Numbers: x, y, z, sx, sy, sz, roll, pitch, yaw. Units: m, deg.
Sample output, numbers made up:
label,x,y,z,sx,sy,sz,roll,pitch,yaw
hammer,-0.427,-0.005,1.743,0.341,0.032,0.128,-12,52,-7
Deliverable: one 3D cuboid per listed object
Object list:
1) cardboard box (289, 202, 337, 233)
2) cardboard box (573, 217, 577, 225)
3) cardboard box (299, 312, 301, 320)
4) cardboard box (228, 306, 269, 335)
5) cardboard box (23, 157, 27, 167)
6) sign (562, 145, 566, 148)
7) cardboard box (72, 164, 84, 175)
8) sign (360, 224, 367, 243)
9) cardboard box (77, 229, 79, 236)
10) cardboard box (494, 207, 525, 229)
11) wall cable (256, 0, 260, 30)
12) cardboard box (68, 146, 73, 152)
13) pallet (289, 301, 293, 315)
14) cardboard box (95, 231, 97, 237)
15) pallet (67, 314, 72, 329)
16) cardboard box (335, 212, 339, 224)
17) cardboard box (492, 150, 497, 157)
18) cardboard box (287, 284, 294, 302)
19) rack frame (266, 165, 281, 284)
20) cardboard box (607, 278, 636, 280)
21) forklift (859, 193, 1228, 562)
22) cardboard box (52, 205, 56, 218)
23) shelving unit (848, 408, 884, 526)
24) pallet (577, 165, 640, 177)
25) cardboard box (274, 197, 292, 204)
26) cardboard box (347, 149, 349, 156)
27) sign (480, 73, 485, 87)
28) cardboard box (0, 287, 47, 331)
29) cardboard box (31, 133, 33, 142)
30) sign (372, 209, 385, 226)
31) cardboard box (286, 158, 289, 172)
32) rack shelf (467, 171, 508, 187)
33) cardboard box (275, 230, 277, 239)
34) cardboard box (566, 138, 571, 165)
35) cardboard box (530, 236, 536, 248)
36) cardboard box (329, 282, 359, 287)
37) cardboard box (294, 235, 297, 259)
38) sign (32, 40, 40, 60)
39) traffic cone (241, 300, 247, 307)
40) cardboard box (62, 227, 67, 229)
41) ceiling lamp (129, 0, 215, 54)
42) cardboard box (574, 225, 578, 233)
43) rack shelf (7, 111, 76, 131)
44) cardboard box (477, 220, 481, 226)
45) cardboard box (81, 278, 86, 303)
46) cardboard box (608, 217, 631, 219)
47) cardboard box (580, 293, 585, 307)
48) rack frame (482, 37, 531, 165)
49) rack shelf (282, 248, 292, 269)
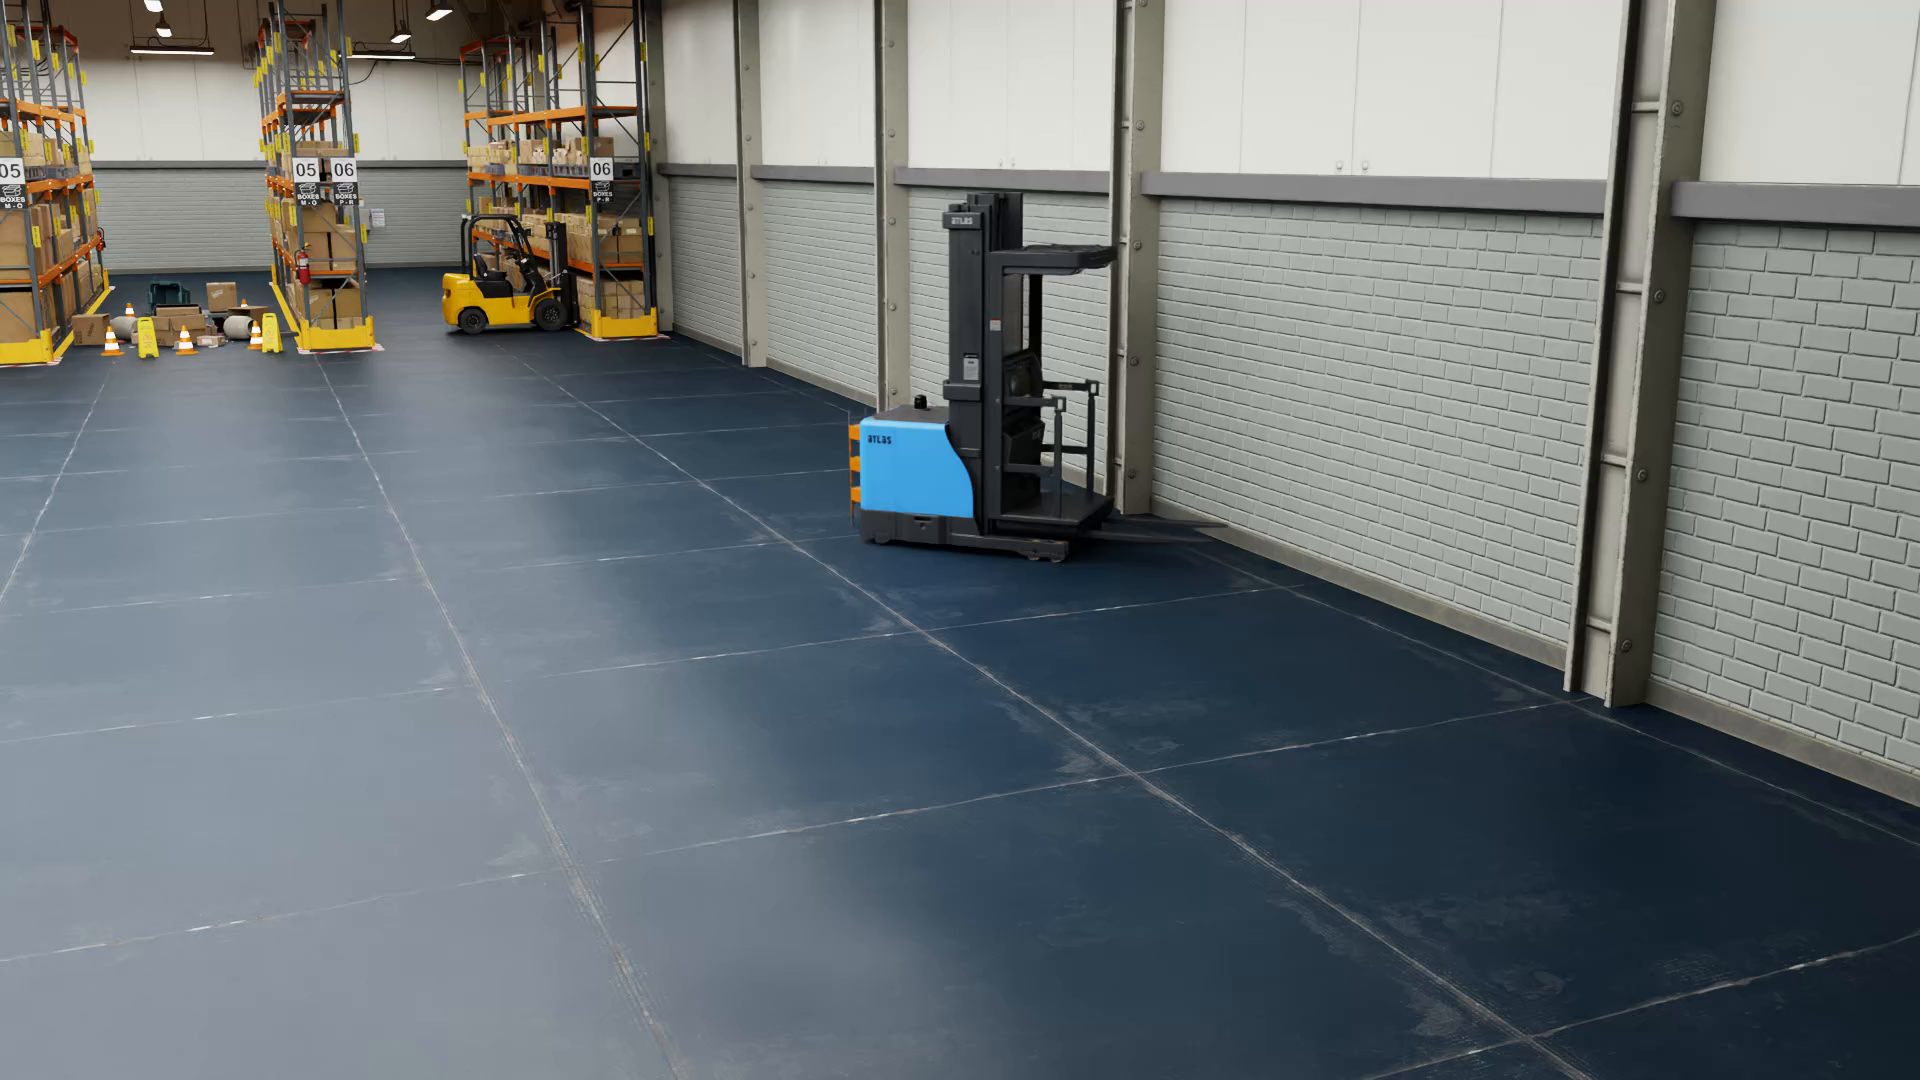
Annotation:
label,x,y,z,sx,sy,sz,roll,pitch,yaw
cardboard box,-11.139,-5.556,28.624,0.700,0.500,0.500,-6,14,-24
cardboard box,-7.127,-6.058,31.571,0.380,0.149,0.250,-5,14,-22
cardboard box,-11.719,-4.012,30.221,0.500,0.250,0.500,-6,14,-25
cardboard box,-13.154,-4.055,30.776,0.500,0.500,0.500,4,14,16
cardboard box,-15.073,-6.013,26.452,0.380,0.149,0.250,-6,14,-23
sign,-8.880,-8.692,37.297,0.100,0.325,0.005,-6,14,-23
cardboard box,-19.980,-8.308,37.296,0.500,0.250,0.500,-5,14,-20
sign,-10.237,-5.260,28.525,0.100,0.325,0.005,-6,14,-23
cardboard box,-19.493,-6.713,36.350,0.380,0.149,0.250,-6,14,-23
cardboard box,-10.798,-7.744,40.023,0.700,0.500,0.500,-5,14,-22
wall cable,-20.639,-15.287,45.829,2.355,3.000,0.029,-6,14,-23
cardboard box,-19.931,-8.709,37.032,0.380,0.149,0.250,-6,14,-24
pallet,-13.627,-4.922,35.168,1.003,0.211,1.213,-6,14,-23
cardboard box,-21.249,-7.463,40.519,0.380,0.149,0.250,-6,14,-23
pallet,-17.702,-4.194,32.024,1.003,0.211,1.213,-6,14,-23
cardboard box,-12.261,-6.137,32.420,0.500,0.500,0.500,-5,14,-22
cardboard box,-10.914,-9.198,39.551,0.380,0.149,0.250,-6,14,-24
cardboard box,-13.721,-5.249,35.293,0.950,0.372,0.625,-7,15,-27
rack frame,-17.143,-8.095,42.694,1.000,3.000,0.127,-6,14,-23
cardboard box,-6.410,-4.810,31.449,0.500,0.250,0.500,-6,14,-23
forklift,0.710,-1.382,13.841,3.031,2.935,1.130,5,14,19
cardboard box,-17.852,-6.206,32.093,0.700,0.500,0.500,-6,14,-24
shelving unit,-0.821,-0.631,14.761,0.215,1.050,0.252,-13,18,-40
pallet,-6.447,-6.805,30.664,1.003,0.211,1.213,-6,14,-23
cardboard box,-15.399,-7.585,38.051,0.500,0.500,0.500,-6,14,-23
cardboard box,-10.881,-6.775,29.127,0.380,0.149,0.250,-6,14,-23
sign,-11.499,-11.089,40.077,0.100,0.325,0.005,-6,14,-23
cardboard box,-15.916,-3.807,27.945,0.875,0.875,0.875,-6,14,-24
cardboard box,-15.682,-6.715,27.716,0.380,0.149,0.250,-5,14,-22
sign,-17.071,-9.459,48.796,0.329,0.494,0.001,-6,14,-23
cardboard box,-11.598,-6.615,29.318,0.500,0.250,0.500,-5,14,-21
rack shelf,-11.796,-9.242,42.592,1.077,0.370,4.000,-6,14,-23
cardboard box,-15.961,-7.390,39.426,0.500,0.500,0.500,-5,14,-22
cardboard box,-7.106,-7.418,31.733,0.797,0.503,0.637,-5,14,-21
cardboard box,-9.029,-6.494,36.110,0.500,0.250,0.500,-6,14,-25
cardboard box,-11.221,-4.428,30.354,0.500,0.500,0.500,-5,14,-22
cardboard box,-11.400,-5.174,29.192,0.500,0.500,0.500,-6,14,-23
sign,-16.313,-8.648,29.355,0.100,0.325,0.005,-6,14,-23
traffic cone,-14.116,-4.510,32.828,0.336,0.463,0.334,-6,14,-23
cardboard box,-18.443,-6.319,33.987,0.380,0.149,0.250,-5,14,-20
ceiling lamp,-20.440,-14.197,42.809,2.000,3.185,0.800,-6,14,-23
cardboard box,-7.119,-5.912,31.603,0.380,0.149,0.250,-6,14,-23
rack shelf,-19.235,-8.765,34.765,1.077,0.370,4.000,-6,14,-23
cardboard box,-12.254,-8.289,43.206,0.500,0.250,0.500,-6,14,-24
cardboard box,-18.688,-5.234,34.943,0.500,0.500,0.500,-5,14,-22
cardboard box,-6.404,-6.000,31.320,0.380,0.149,0.250,-6,14,-23
cardboard box,-6.860,-4.524,31.322,0.500,0.250,0.500,-6,14,-24
rack frame,-10.994,-10.640,40.387,1.000,3.000,0.127,-6,14,-23
rack shelf,-13.137,-5.678,33.848,1.077,0.370,4.000,-6,14,-23
